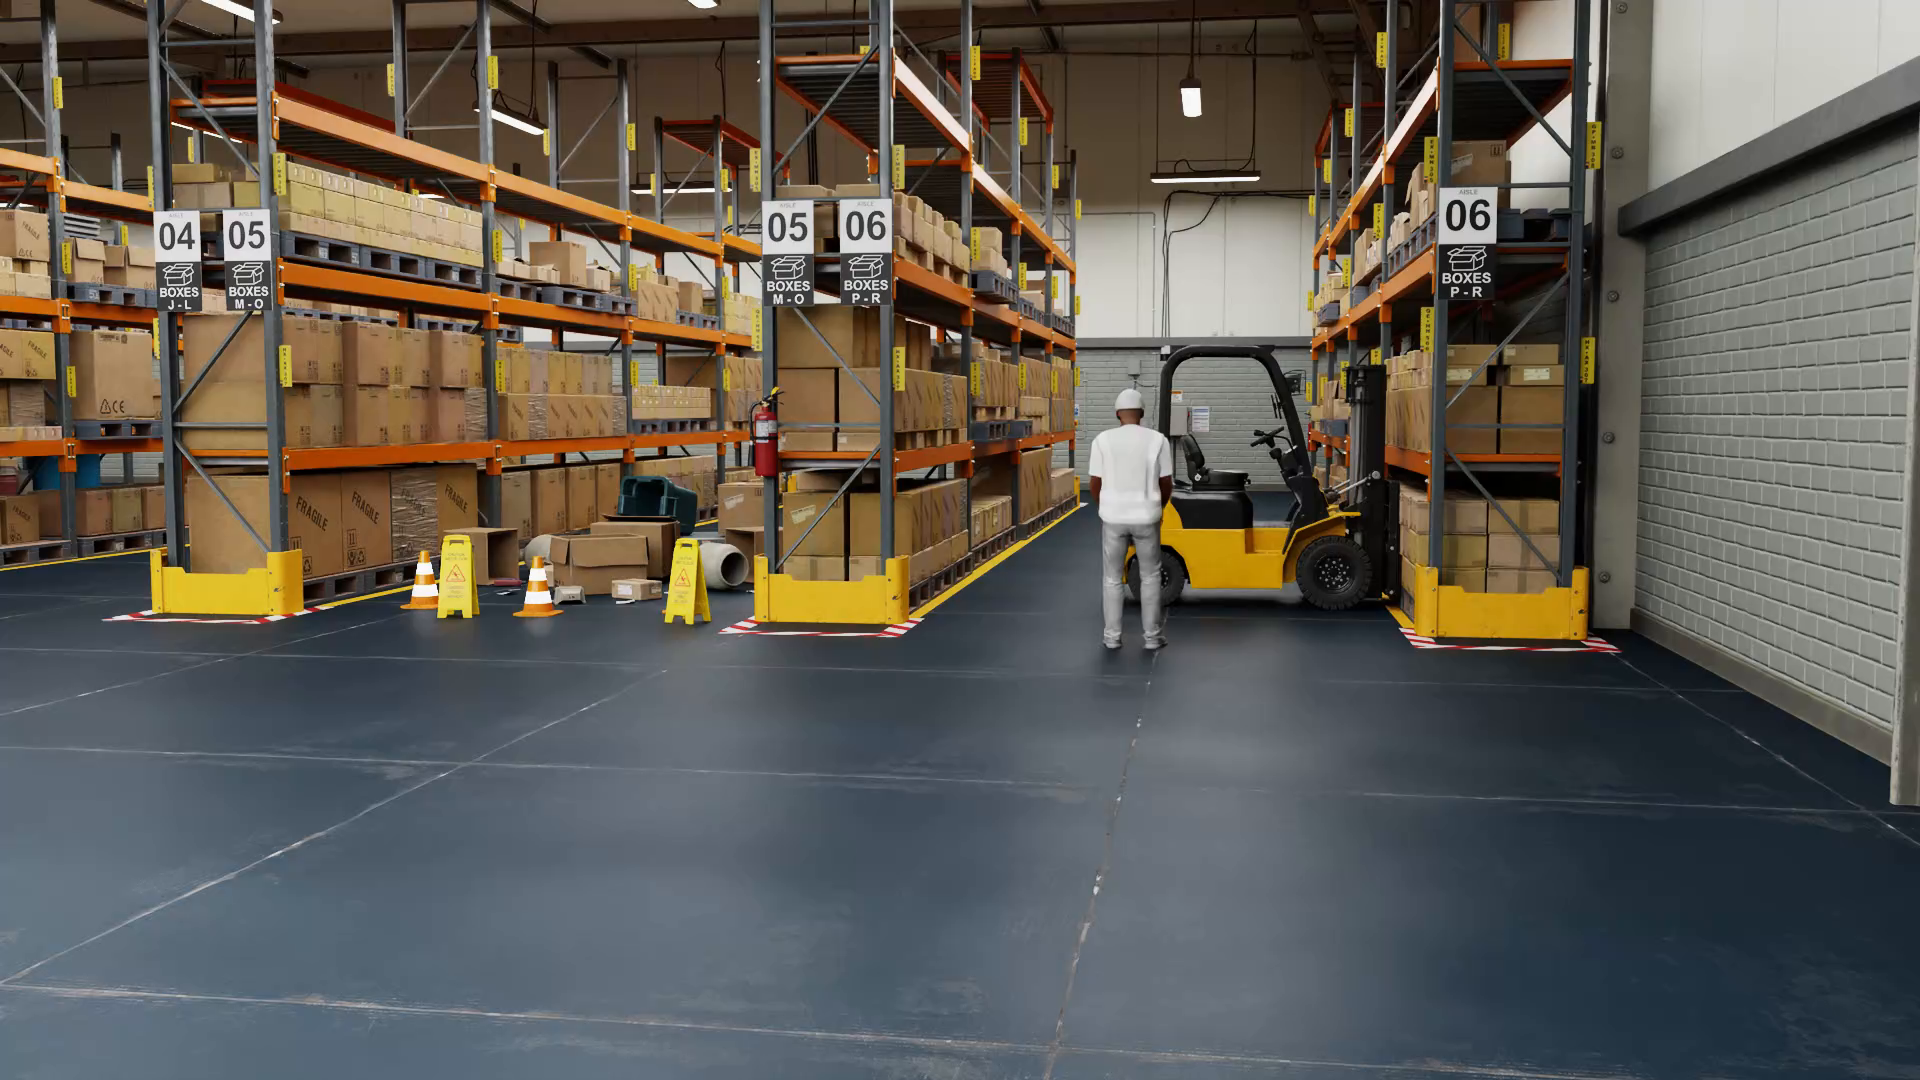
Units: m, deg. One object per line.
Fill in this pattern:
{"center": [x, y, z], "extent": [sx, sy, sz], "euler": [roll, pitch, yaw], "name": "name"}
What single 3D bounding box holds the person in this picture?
{"center": [1.169, -0.148, 11.392], "extent": [0.572, 1.767, 0.470], "euler": [1, 4, 8], "name": "person"}
